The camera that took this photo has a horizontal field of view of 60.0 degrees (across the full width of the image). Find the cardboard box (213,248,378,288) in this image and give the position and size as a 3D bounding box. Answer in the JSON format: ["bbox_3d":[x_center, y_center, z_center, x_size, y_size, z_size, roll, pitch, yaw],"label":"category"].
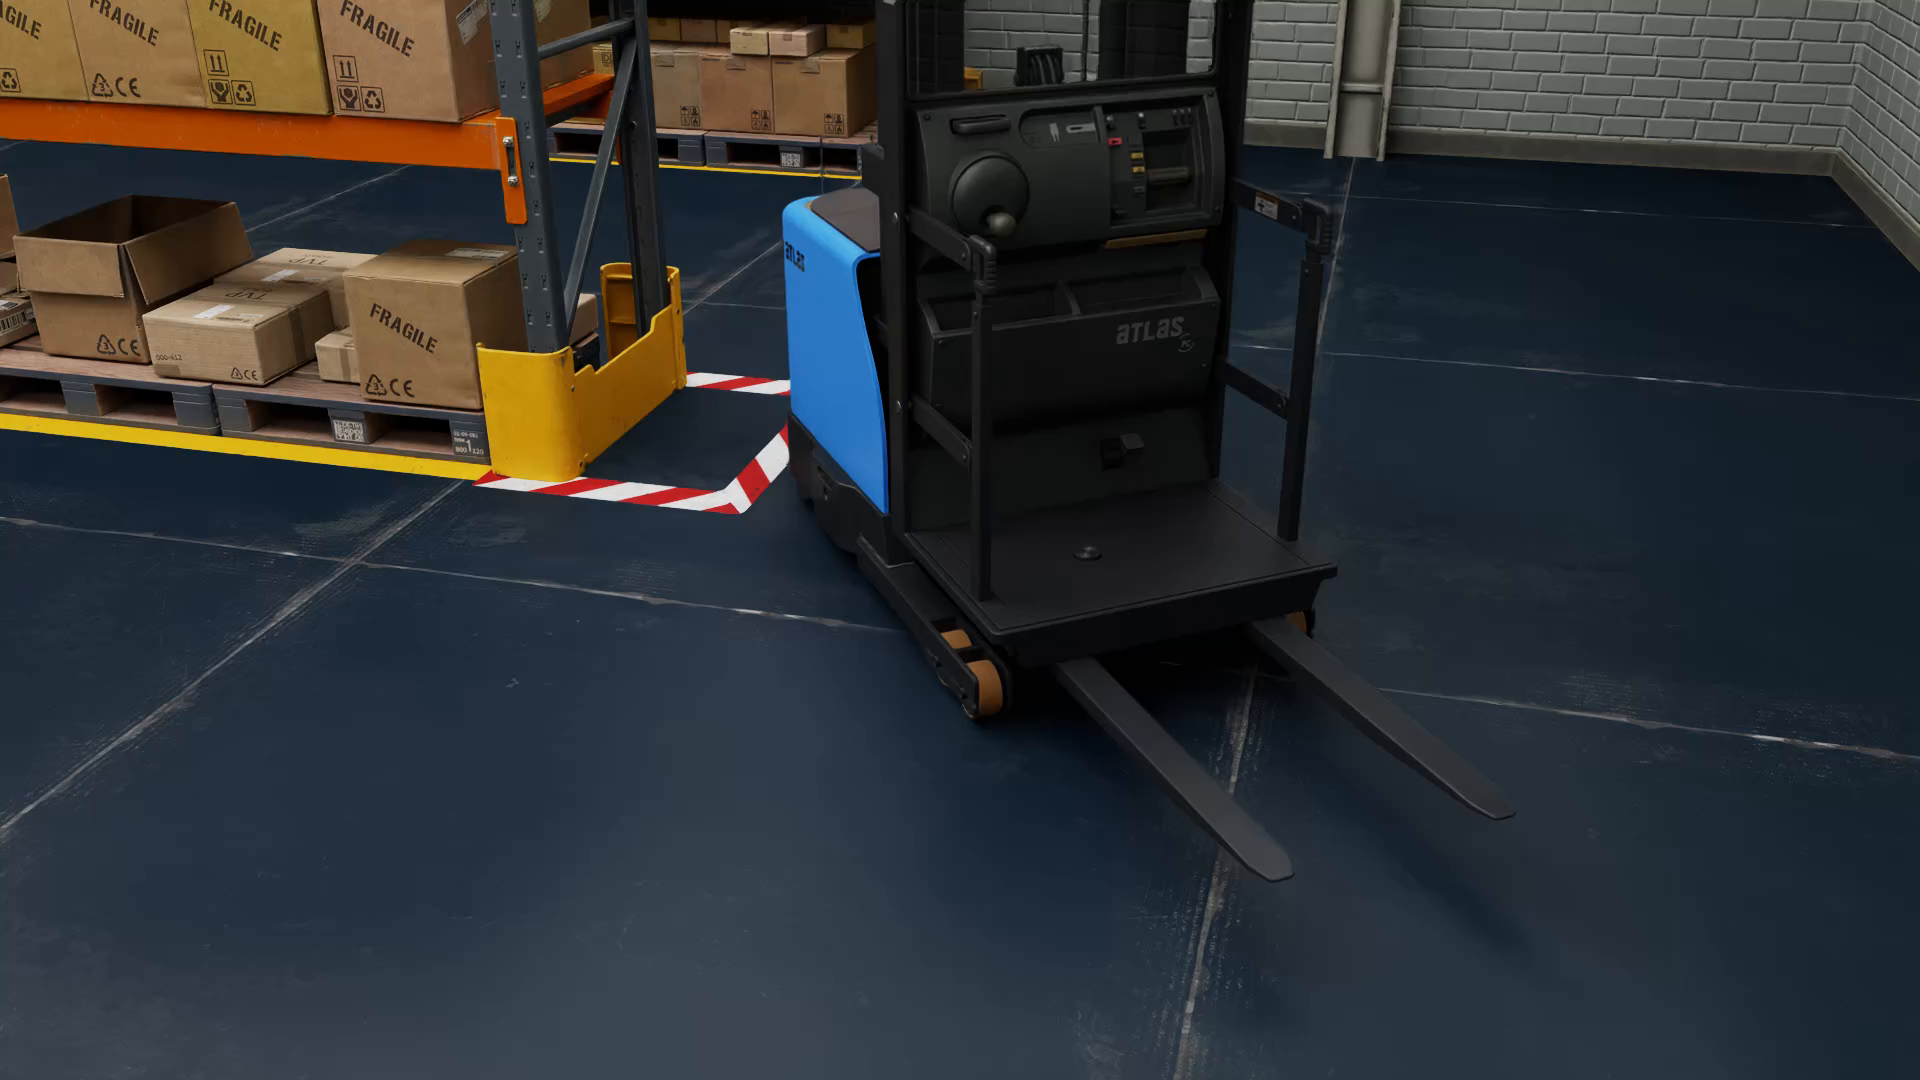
[{"bbox_3d":[-2.824,-1.057,7.167,0.500,0.250,0.500,6,26,13],"label":"cardboard box"}]

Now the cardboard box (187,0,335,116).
[{"bbox_3d":[-2.405,-1.850,6.030,0.500,0.500,0.500,7,26,13],"label":"cardboard box"}]

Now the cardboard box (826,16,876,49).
[{"bbox_3d":[-0.702,-3.336,10.933,0.250,0.149,0.380,6,26,13],"label":"cardboard box"}]

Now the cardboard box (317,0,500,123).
[{"bbox_3d":[-1.901,-1.796,5.917,0.500,0.500,0.500,7,26,15],"label":"cardboard box"}]

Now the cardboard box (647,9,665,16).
[{"bbox_3d":[-2.175,-3.498,11.273,0.250,0.149,0.380,6,26,12],"label":"cardboard box"}]

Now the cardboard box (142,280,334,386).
[{"bbox_3d":[-2.900,-0.843,6.719,0.500,0.250,0.500,6,26,13],"label":"cardboard box"}]

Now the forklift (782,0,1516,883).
[{"bbox_3d":[0.410,-1.027,4.498,1.130,2.935,3.031,-10,27,-20],"label":"forklift"}]

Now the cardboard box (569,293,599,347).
[{"bbox_3d":[-1.720,-0.916,6.989,0.250,0.149,0.380,6,26,13],"label":"cardboard box"}]

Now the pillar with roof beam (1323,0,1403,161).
[{"bbox_3d":[1.589,-4.867,5.503,0.400,9.000,9.100,6,26,13],"label":"pillar with roof beam"}]

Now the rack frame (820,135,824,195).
[{"bbox_3d":[-0.497,-0.881,6.204,0.006,1.200,0.240,-2,26,-4],"label":"rack frame"}]

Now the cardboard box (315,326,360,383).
[{"bbox_3d":[-2.358,-0.772,6.667,0.250,0.166,0.380,6,26,13],"label":"cardboard box"}]

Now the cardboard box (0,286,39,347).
[{"bbox_3d":[-4.081,-0.941,7.020,0.250,0.166,0.380,6,26,13],"label":"cardboard box"}]

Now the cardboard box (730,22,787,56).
[{"bbox_3d":[-1.290,-3.231,10.712,0.250,0.149,0.380,7,26,14],"label":"cardboard box"}]

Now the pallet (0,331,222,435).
[{"bbox_3d":[-3.424,-0.782,7.147,1.213,0.211,1.003,6,26,13],"label":"pallet"}]

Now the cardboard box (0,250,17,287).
[{"bbox_3d":[-3.925,-1.206,7.410,0.500,0.311,0.500,6,26,13],"label":"cardboard box"}]

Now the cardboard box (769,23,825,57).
[{"bbox_3d":[-1.042,-3.204,10.655,0.250,0.149,0.380,6,26,12],"label":"cardboard box"}]

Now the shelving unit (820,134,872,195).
[{"bbox_3d":[-0.406,-0.884,6.210,0.189,1.200,0.258,-2,26,-4],"label":"shelving unit"}]

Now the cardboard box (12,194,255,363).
[{"bbox_3d":[-3.453,-1.117,6.999,0.637,0.503,0.797,6,26,13],"label":"cardboard box"}]

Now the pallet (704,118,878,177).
[{"bbox_3d":[-0.964,-2.673,11.119,1.213,0.211,1.003,6,26,13],"label":"pallet"}]

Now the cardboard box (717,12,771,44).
[{"bbox_3d":[-1.435,-3.417,11.102,0.250,0.149,0.380,7,26,13],"label":"cardboard box"}]

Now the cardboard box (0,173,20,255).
[{"bbox_3d":[-4.651,-1.372,7.538,0.500,0.500,0.500,6,26,13],"label":"cardboard box"}]

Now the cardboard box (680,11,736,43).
[{"bbox_3d":[-1.681,-3.444,11.159,0.250,0.149,0.380,7,26,14],"label":"cardboard box"}]

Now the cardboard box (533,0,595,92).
[{"bbox_3d":[-1.764,-2.019,6.384,0.500,0.500,0.500,7,26,14],"label":"cardboard box"}]

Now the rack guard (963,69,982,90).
[{"bbox_3d":[-0.146,-2.748,10.940,0.348,0.500,1.175,6,26,13],"label":"rack guard"}]

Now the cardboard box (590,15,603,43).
[{"bbox_3d":[-2.553,-3.370,11.004,0.250,0.149,0.380,6,26,12],"label":"cardboard box"}]

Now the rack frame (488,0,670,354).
[{"bbox_3d":[-1.400,-1.816,6.076,0.127,3.000,1.000,6,26,13],"label":"rack frame"}]

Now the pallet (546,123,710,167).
[{"bbox_3d":[-2.141,-2.804,11.395,1.213,0.211,1.003,6,26,13],"label":"pallet"}]

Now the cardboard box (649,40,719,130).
[{"bbox_3d":[-1.844,-3.080,11.150,0.500,0.500,0.700,5,26,11],"label":"cardboard box"}]

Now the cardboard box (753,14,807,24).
[{"bbox_3d":[-1.192,-3.390,11.046,0.250,0.149,0.380,6,26,13],"label":"cardboard box"}]

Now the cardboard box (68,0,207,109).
[{"bbox_3d":[-2.886,-1.906,6.147,0.500,0.500,0.500,7,26,13],"label":"cardboard box"}]

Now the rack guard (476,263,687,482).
[{"bbox_3d":[-1.473,-0.696,6.630,0.348,0.500,1.175,6,26,13],"label":"rack guard"}]

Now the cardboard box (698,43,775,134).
[{"bbox_3d":[-1.357,-3.027,11.038,0.500,0.500,0.700,6,26,13],"label":"cardboard box"}]

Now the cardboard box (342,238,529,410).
[{"bbox_3d":[-1.988,-0.842,6.425,0.500,0.500,0.500,6,26,13],"label":"cardboard box"}]

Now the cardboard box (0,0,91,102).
[{"bbox_3d":[-3.374,-1.960,6.261,0.500,0.500,0.500,6,26,12],"label":"cardboard box"}]

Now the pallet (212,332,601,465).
[{"bbox_3d":[-2.246,-0.650,6.871,1.213,0.211,1.003,6,26,13],"label":"pallet"}]

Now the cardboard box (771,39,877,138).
[{"bbox_3d":[-0.873,-2.973,10.925,0.500,0.500,0.700,6,26,13],"label":"cardboard box"}]

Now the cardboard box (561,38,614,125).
[{"bbox_3d":[-2.363,-3.134,11.264,0.500,0.500,0.700,7,26,14],"label":"cardboard box"}]

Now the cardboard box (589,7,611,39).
[{"bbox_3d":[-2.425,-3.526,11.331,0.250,0.149,0.380,7,26,14],"label":"cardboard box"}]

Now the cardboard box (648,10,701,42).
[{"bbox_3d":[-1.930,-3.471,11.216,0.250,0.149,0.380,7,26,14],"label":"cardboard box"}]

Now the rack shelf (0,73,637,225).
[{"bbox_3d":[-3.337,-1.706,6.680,4.000,0.370,1.077,6,26,13],"label":"rack shelf"}]

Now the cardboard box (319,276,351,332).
[{"bbox_3d":[-2.340,-1.003,7.055,0.500,0.250,0.500,6,26,13],"label":"cardboard box"}]

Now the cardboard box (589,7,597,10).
[{"bbox_3d":[-2.670,-3.553,11.388,0.250,0.149,0.380,5,26,11],"label":"cardboard box"}]
